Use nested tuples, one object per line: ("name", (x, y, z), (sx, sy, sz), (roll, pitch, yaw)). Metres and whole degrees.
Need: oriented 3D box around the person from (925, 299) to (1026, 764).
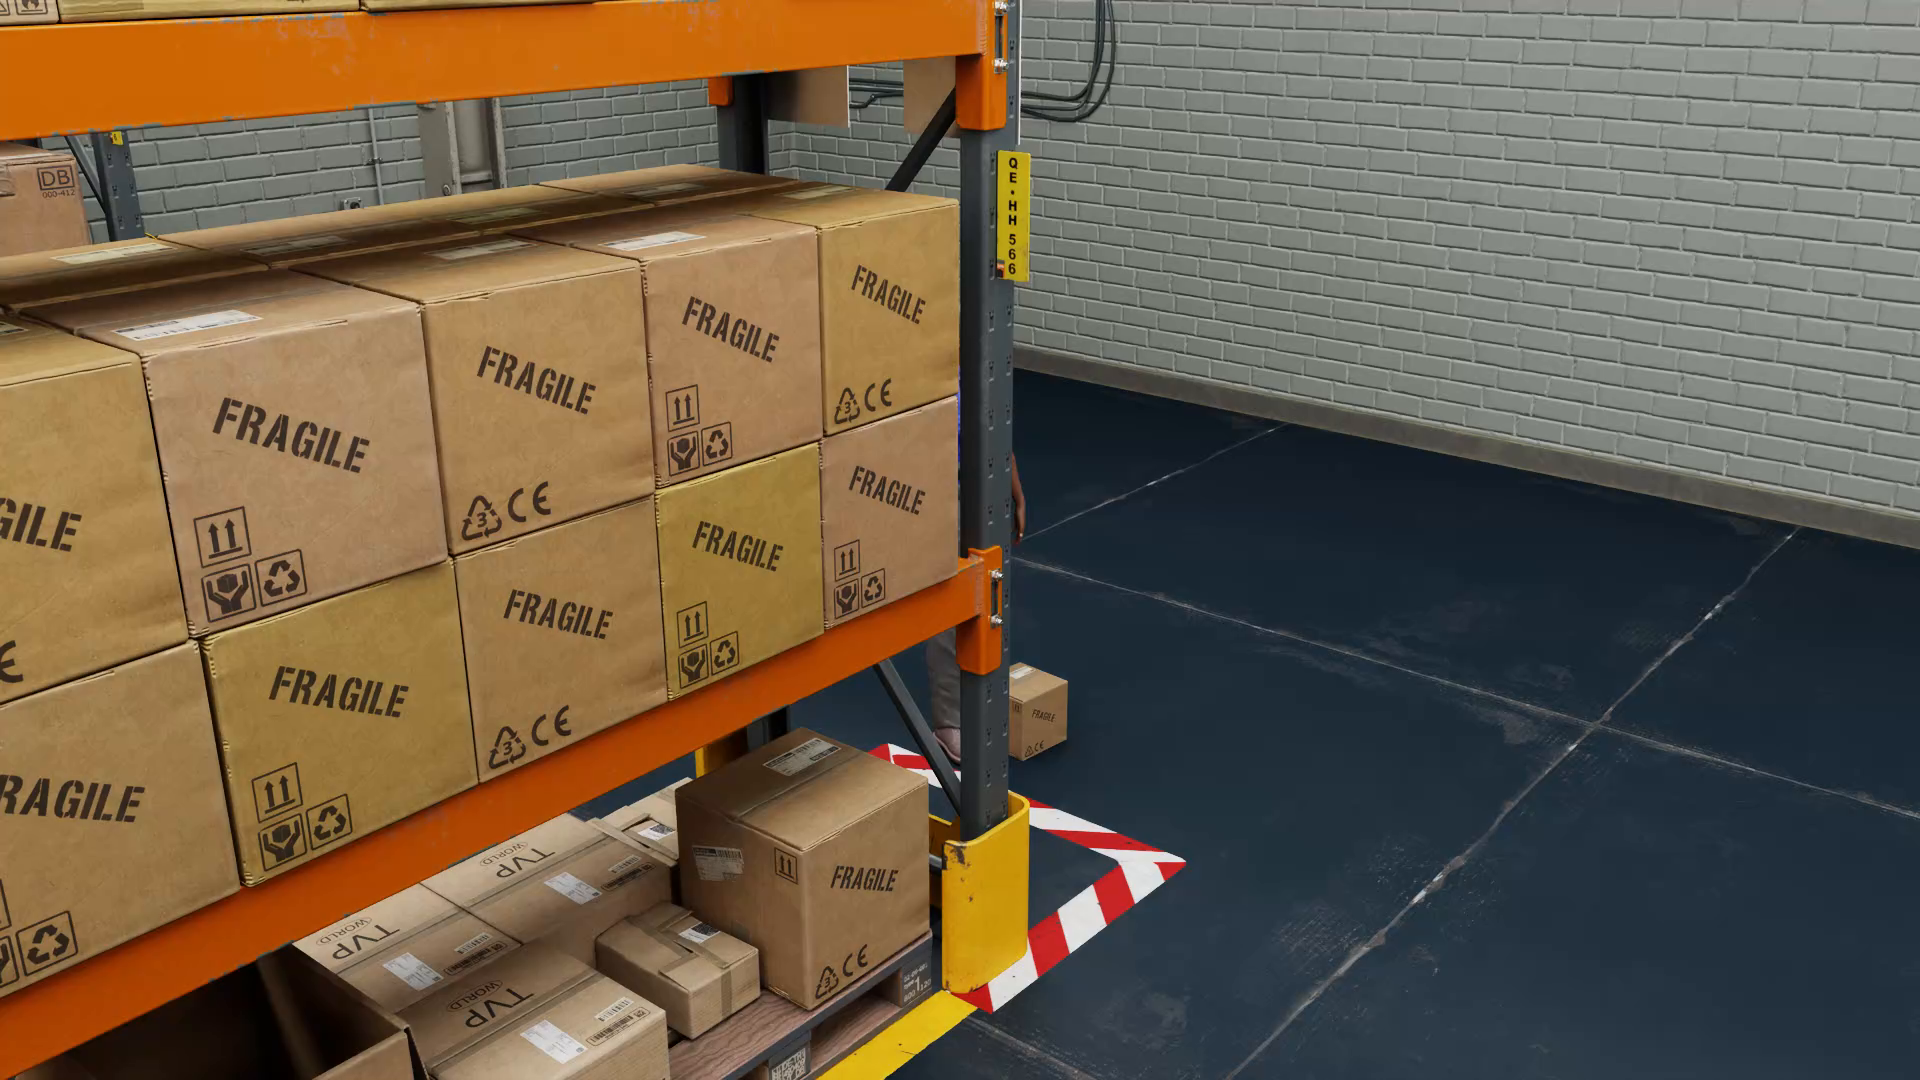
("person", (0.075, -0.050, 6.196), (0.570, 1.654, 0.503), (-19, 28, -41))
